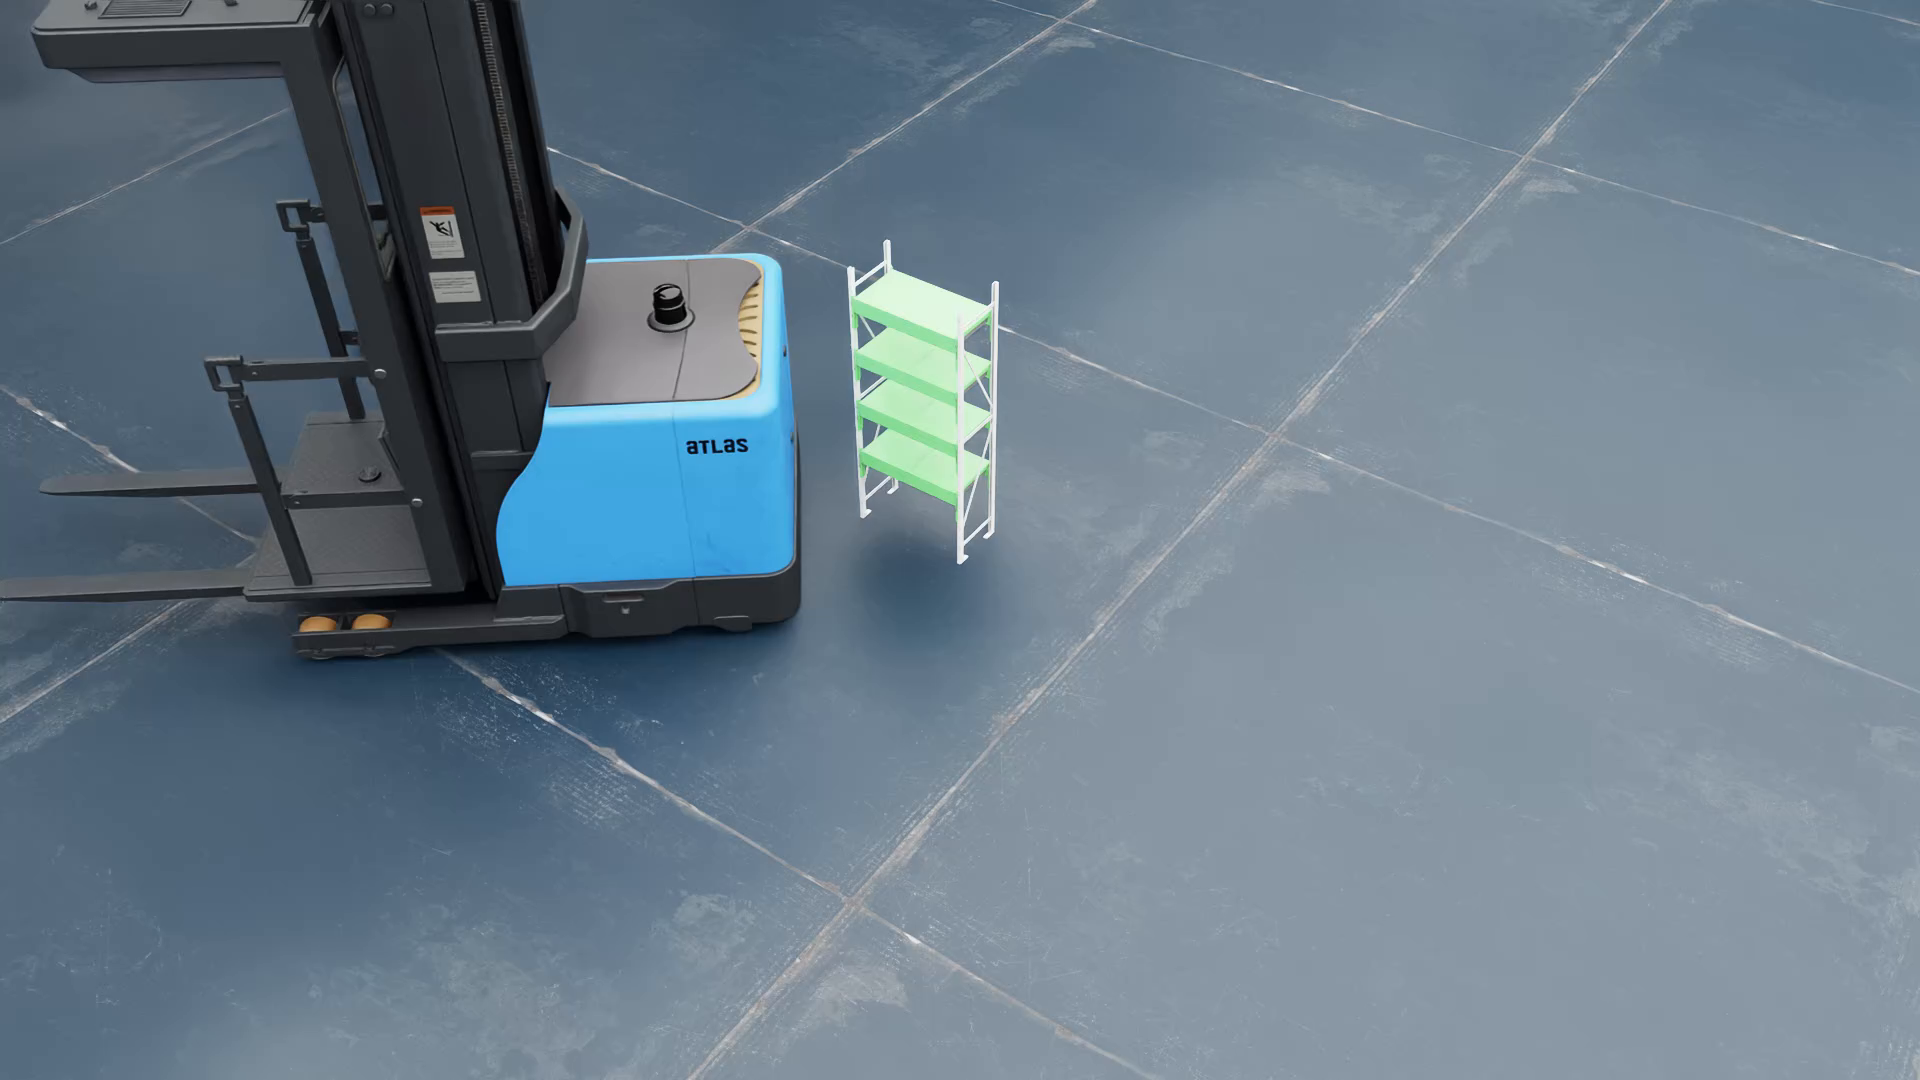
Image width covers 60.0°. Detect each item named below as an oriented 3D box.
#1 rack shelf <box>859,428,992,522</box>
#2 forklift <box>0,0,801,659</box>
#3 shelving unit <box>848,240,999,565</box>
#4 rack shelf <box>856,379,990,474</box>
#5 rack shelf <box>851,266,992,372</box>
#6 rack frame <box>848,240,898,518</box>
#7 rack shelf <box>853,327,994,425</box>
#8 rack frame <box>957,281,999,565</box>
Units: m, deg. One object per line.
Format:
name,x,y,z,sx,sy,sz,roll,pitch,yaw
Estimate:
rack shelf,-0.136,-0.284,6.623,0.480,0.148,0.258,25,48,25
forklift,-2.152,-1.010,5.681,3.031,2.935,1.130,-3,42,-3
shelving unit,-0.136,-0.511,6.421,0.503,1.200,0.258,25,48,25
rack shelf,-0.136,-0.463,6.463,0.480,0.148,0.258,25,48,25
rack shelf,-0.136,-0.821,6.143,0.480,0.148,0.258,25,48,25
rack frame,-0.335,-0.604,6.525,0.015,1.200,0.240,25,48,25
rack shelf,-0.136,-0.642,6.303,0.480,0.148,0.258,25,48,25
rack frame,0.064,-0.417,6.316,0.015,1.200,0.240,25,48,25
